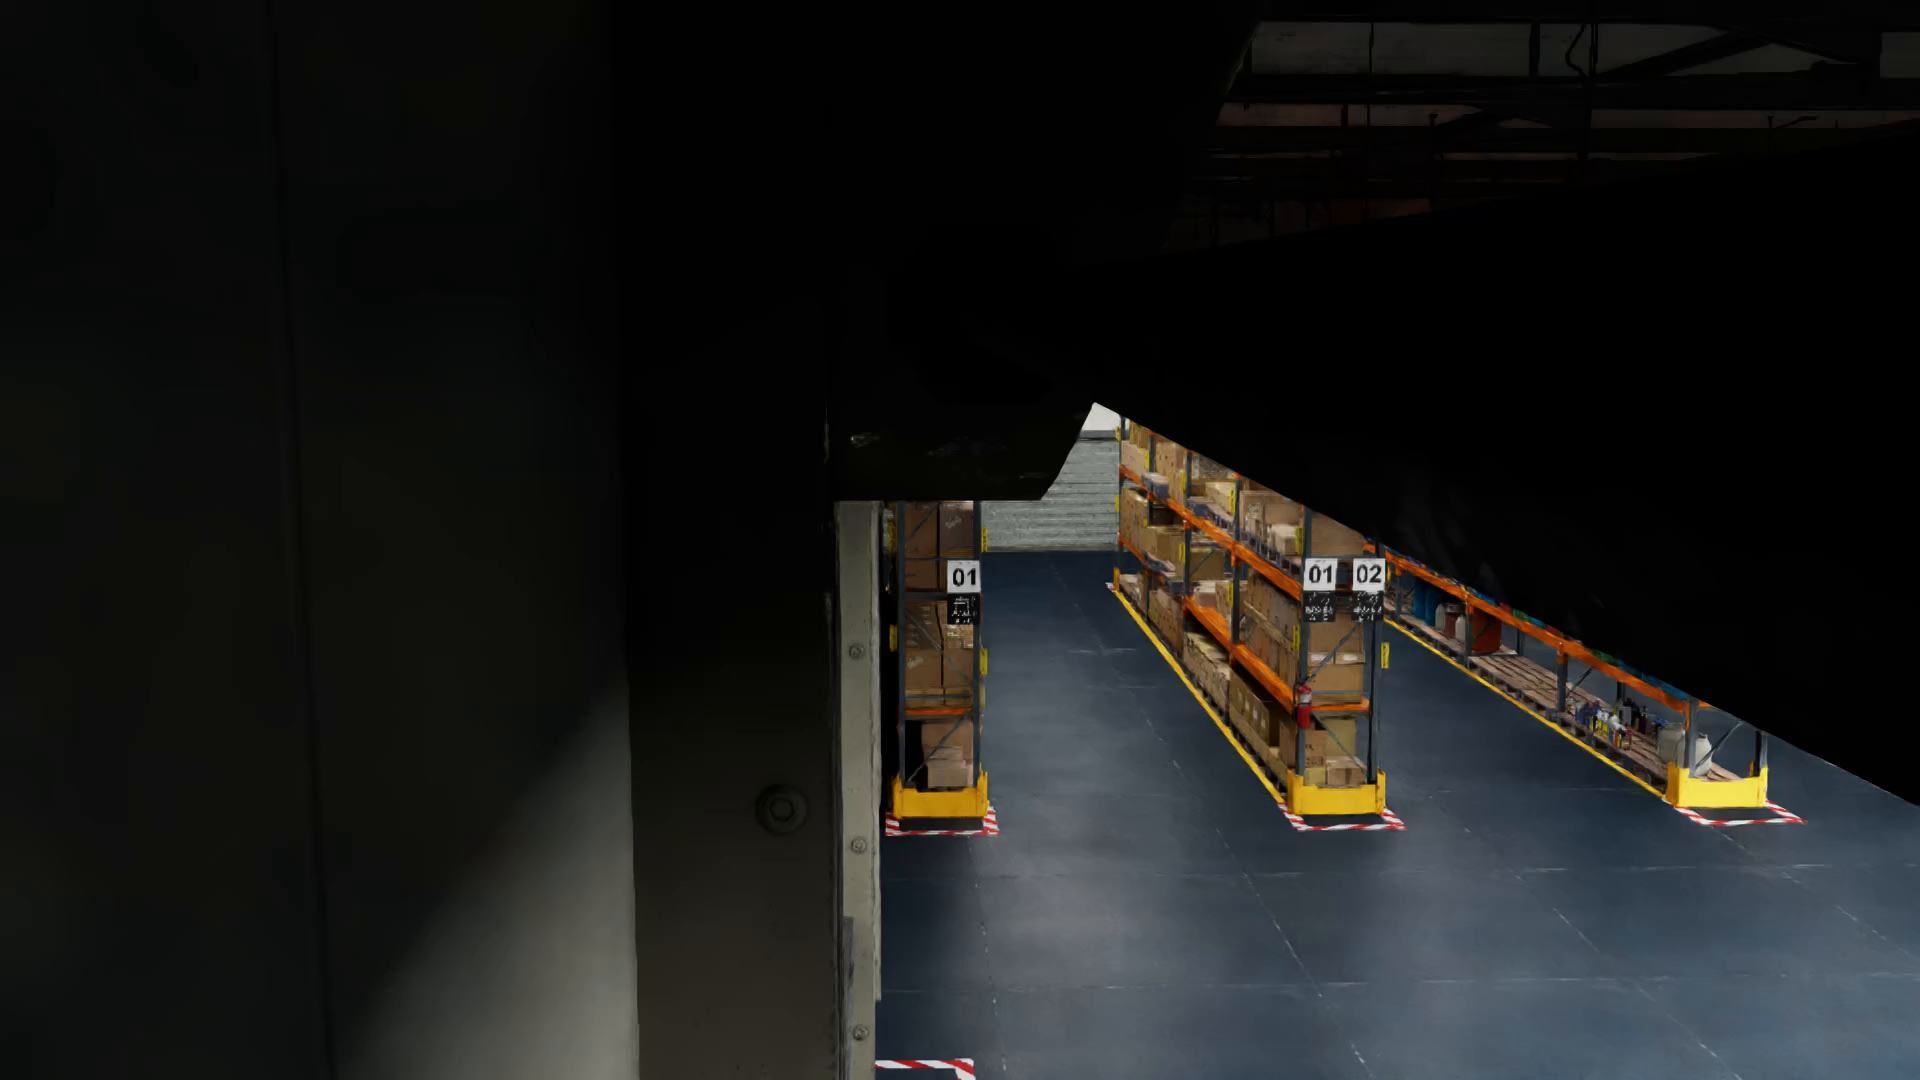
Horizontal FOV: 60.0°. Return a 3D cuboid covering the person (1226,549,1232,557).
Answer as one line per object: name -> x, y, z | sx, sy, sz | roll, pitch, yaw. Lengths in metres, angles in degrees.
person -> 6.882, -0.266, 40.945 | 0.518, 1.443, 0.667 | 8, 12, 44
